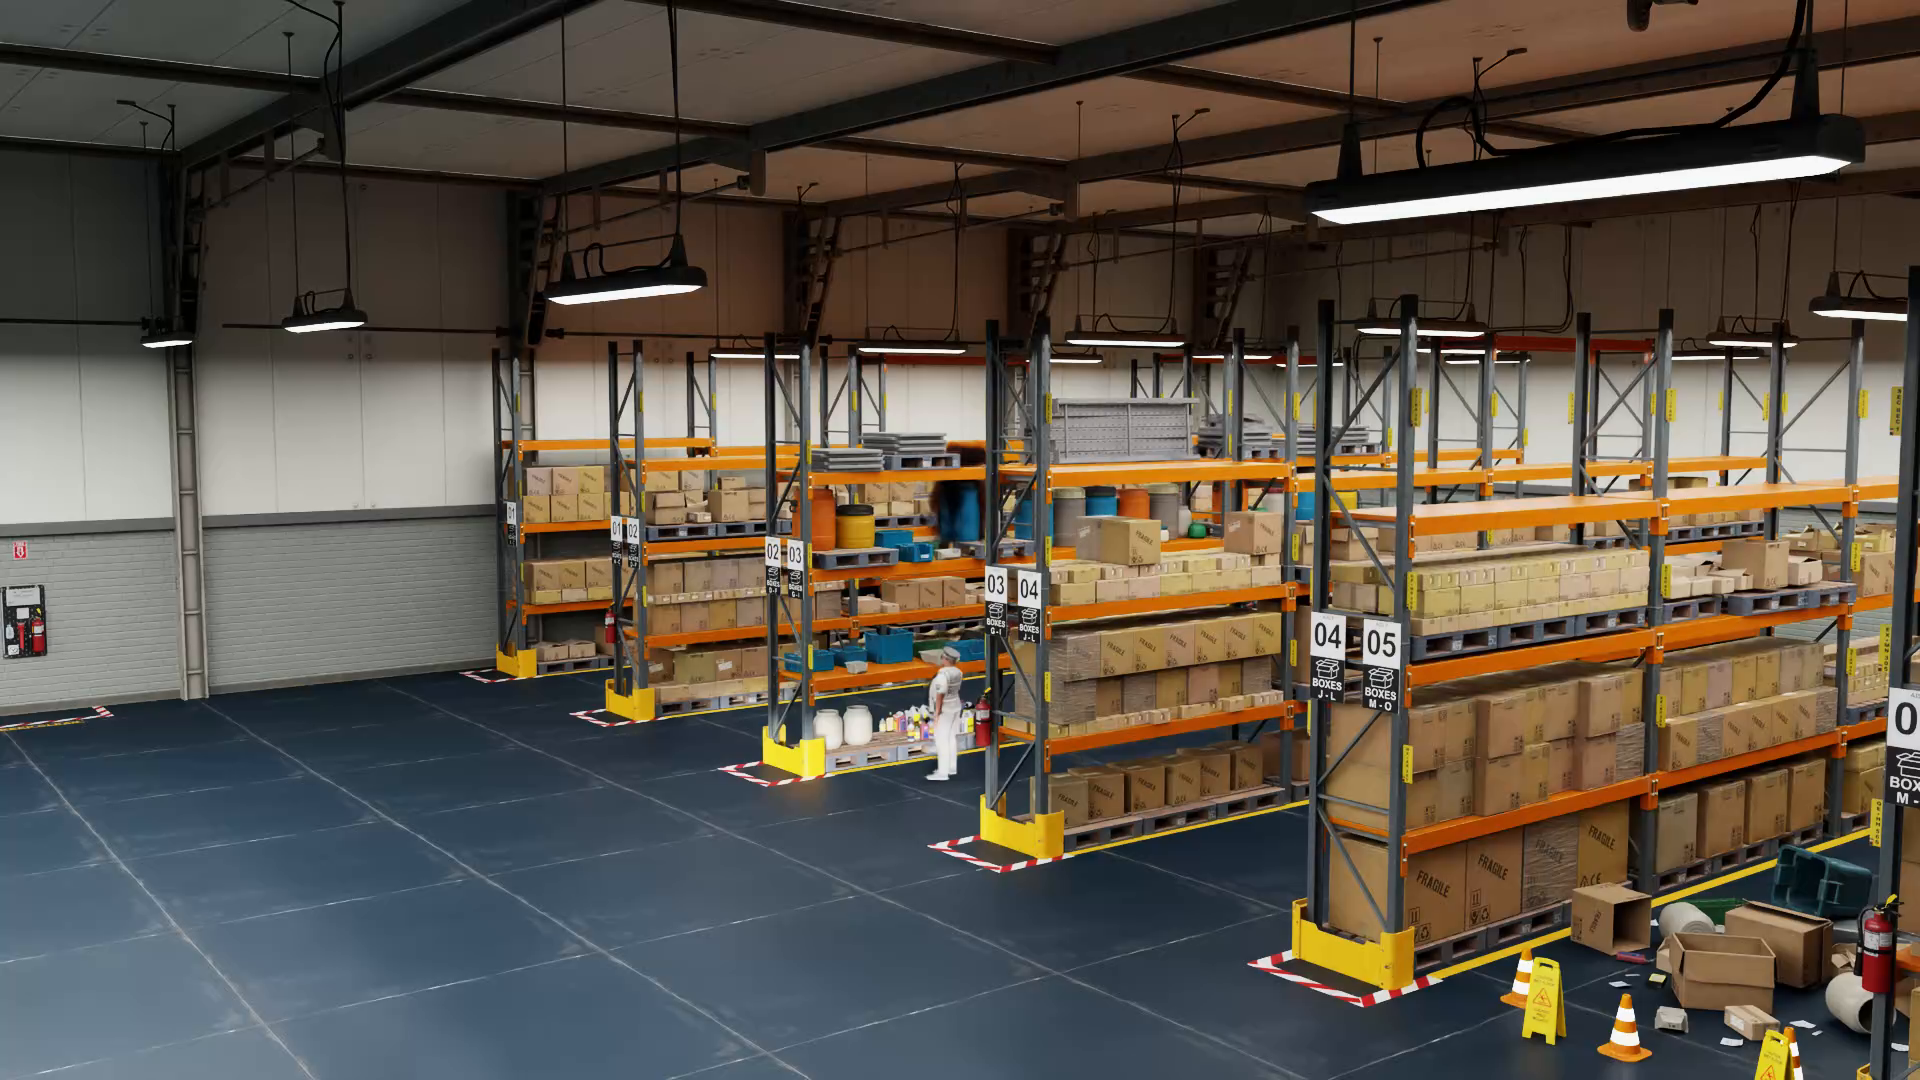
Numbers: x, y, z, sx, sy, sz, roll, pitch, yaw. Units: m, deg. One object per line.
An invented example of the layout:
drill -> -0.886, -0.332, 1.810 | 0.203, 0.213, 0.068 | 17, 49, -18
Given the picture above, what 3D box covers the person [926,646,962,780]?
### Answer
person -> -0.207, 2.304, 22.268 | 0.439, 1.783, 0.594 | 2, 5, 20
